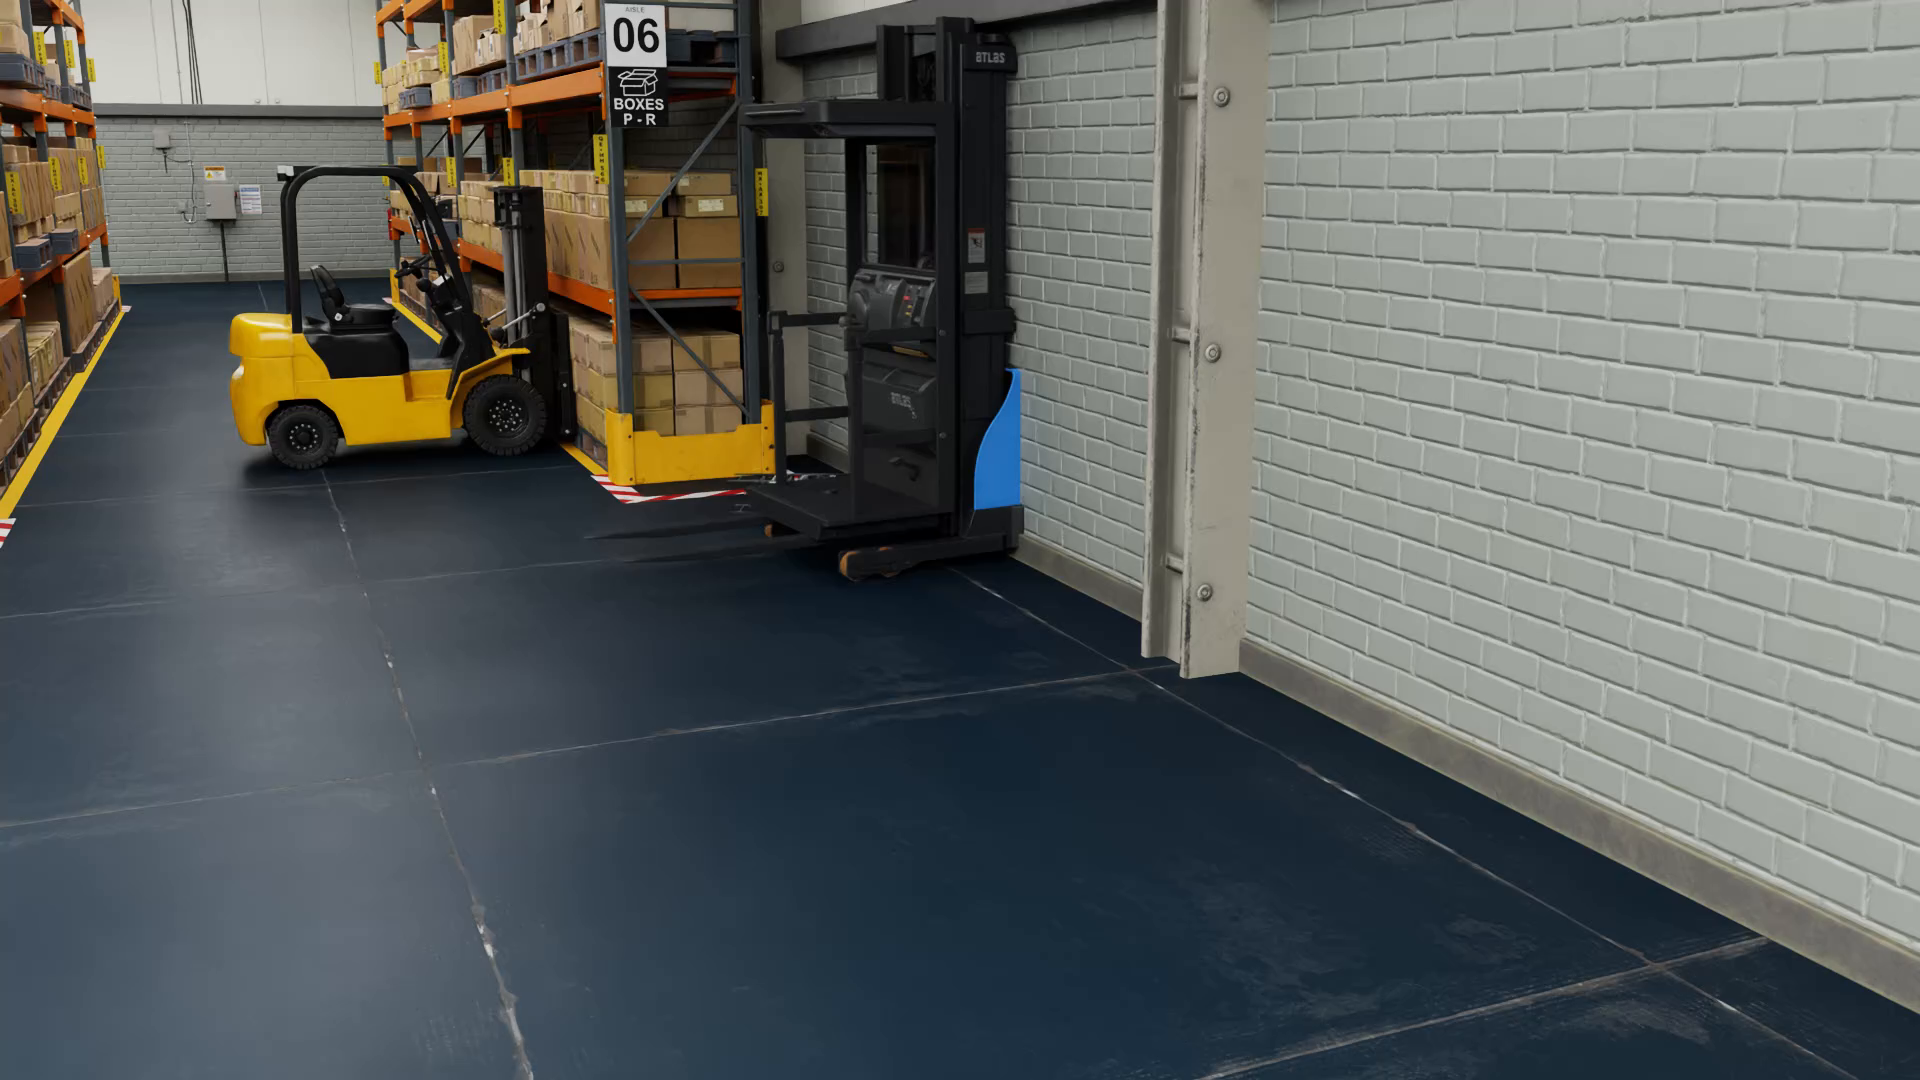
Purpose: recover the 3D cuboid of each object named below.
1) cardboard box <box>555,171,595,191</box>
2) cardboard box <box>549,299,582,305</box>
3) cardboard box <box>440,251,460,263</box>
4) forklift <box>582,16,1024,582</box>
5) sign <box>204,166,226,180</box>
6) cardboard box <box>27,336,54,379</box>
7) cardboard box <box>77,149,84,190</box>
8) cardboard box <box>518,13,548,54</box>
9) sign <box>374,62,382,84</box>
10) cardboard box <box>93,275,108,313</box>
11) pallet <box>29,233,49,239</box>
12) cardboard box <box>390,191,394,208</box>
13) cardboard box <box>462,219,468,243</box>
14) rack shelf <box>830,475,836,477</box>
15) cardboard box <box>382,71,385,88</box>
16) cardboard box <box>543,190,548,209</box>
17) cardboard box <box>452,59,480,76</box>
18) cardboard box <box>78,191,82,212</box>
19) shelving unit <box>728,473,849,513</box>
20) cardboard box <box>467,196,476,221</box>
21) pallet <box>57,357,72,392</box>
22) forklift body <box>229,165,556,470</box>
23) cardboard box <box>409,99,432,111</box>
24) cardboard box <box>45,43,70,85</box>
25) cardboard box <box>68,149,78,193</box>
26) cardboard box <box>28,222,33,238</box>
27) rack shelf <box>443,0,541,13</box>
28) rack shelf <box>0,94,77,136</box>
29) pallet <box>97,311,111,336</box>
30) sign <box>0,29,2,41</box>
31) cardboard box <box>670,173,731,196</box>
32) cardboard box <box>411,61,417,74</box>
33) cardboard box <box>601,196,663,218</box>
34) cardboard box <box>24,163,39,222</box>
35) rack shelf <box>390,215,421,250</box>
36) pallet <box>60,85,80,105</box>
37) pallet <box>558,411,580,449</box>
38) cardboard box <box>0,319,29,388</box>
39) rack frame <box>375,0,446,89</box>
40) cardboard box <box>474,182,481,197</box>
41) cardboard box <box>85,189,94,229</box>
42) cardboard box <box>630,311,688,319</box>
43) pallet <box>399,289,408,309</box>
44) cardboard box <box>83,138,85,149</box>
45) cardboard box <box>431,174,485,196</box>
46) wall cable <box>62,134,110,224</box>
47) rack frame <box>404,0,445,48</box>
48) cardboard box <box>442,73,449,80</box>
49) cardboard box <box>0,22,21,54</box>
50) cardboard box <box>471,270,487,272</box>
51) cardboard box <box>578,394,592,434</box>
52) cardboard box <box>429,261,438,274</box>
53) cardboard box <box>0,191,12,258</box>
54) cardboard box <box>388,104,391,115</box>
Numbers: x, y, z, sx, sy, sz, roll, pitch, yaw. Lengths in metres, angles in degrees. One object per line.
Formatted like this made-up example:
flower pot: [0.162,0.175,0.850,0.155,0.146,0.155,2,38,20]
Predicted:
cardboard box: [-3.063,-2.909,13.467,0.380,0.149,0.250,-6,14,-23]
cardboard box: [-3.601,-1.975,14.700,0.500,0.250,0.500,-6,14,-24]
cardboard box: [-6.664,-3.704,21.736,0.380,0.149,0.250,-6,14,-26]
forklift: [-0.565,-1.339,9.157,3.031,2.935,1.130,-7,15,-29]
sign: [-13.291,-6.544,29.660,0.339,0.242,0.001,-6,14,-23]
cardboard box: [-8.837,-1.626,15.140,0.950,0.372,0.625,-5,14,-21]
cardboard box: [-11.227,-4.611,20.701,0.500,0.500,0.500,-6,14,-23]
cardboard box: [-3.397,-4.228,13.880,0.500,0.311,0.500,-5,14,-22]
sign: [-8.811,-7.068,25.167,0.100,0.325,0.005,-6,14,-23]
cardboard box: [-11.771,-3.235,21.948,0.875,0.438,0.875,-6,14,-25]
pallet: [-8.826,-2.630,15.005,1.003,0.211,1.213,-6,14,-23]
cardboard box: [-8.379,-5.184,25.289,0.500,0.250,0.500,-6,14,-23]
cardboard box: [-5.156,-3.391,18.200,0.500,0.250,0.500,-6,14,-23]
rack shelf: [-0.808,-0.303,10.688,0.077,0.200,0.258,0,13,2]
cardboard box: [-8.366,-6.893,24.911,0.500,0.250,0.500,-6,14,-24]
cardboard box: [-3.251,-2.810,13.696,0.380,0.149,0.250,-6,14,-24]
cardboard box: [-5.248,-5.079,17.874,0.380,0.166,0.250,-6,14,-23]
cardboard box: [-10.859,-4.056,19.967,0.500,0.250,0.500,-6,14,-23]
shelving unit: [-1.022,-0.303,10.696,0.900,0.210,0.258,0,13,2]
cardboard box: [-4.956,-3.531,17.696,0.500,0.250,0.500,-5,14,-21]
pallet: [-9.344,-1.608,16.351,1.003,0.211,1.213,-6,14,-23]
forklift body: [-4.336,-1.738,12.610,2.313,2.155,1.214,-6,14,-23]
cardboard box: [-7.126,-5.790,22.141,0.380,0.149,0.250,-6,14,-23]
cardboard box: [-11.302,-5.859,20.504,0.500,0.500,0.500,-5,14,-22]
cardboard box: [-10.635,-4.315,19.421,0.500,0.500,0.500,-5,14,-22]
cardboard box: [-8.423,-2.739,14.678,0.380,0.149,0.250,-6,14,-23]
rack shelf: [-4.308,-5.542,16.339,1.077,0.370,4.000,-6,14,-23]
rack shelf: [-10.457,-4.652,18.263,1.077,0.370,4.000,-6,14,-23]
pallet: [-11.491,-2.760,21.329,1.003,0.211,1.213,-6,14,-23]
sign: [-7.560,-4.066,12.986,0.100,0.325,0.005,-6,14,-23]
cardboard box: [-1.844,-2.523,11.799,0.380,0.149,0.250,-6,14,-24]
cardboard box: [-6.632,-5.884,20.733,0.380,0.149,0.250,-6,14,-24]
cardboard box: [-2.301,-2.336,11.649,0.380,0.149,0.250,-5,14,-22]
cardboard box: [-8.365,-3.030,14.496,0.500,0.500,0.500,-6,14,-23]
rack shelf: [-7.513,-4.467,24.112,1.077,0.370,4.000,-6,14,-23]
pallet: [-11.577,-5.543,20.711,1.003,0.211,1.213,-6,14,-23]
pallet: [-2.734,-0.972,13.602,1.003,0.211,1.213,-6,14,-23]
cardboard box: [-7.571,-1.434,12.918,0.500,0.500,0.500,-6,14,-24]
rack frame: [-8.314,-8.153,25.140,1.000,3.000,0.127,-6,14,-23]
cardboard box: [-4.901,-3.691,17.505,0.380,0.149,0.250,-5,14,-22]
cardboard box: [-11.404,-4.228,21.266,0.500,0.500,0.500,-6,14,-23]
cardboard box: [-2.517,-1.707,13.542,0.500,0.250,0.500,-6,14,-24]
pallet: [-7.963,-3.691,25.351,1.003,0.211,1.213,-6,14,-23]
cardboard box: [-11.972,-5.318,22.319,0.380,0.149,0.250,-5,14,-22]
cardboard box: [-5.933,-4.153,20.001,0.797,0.503,0.637,-6,14,-24]
wall cable: [-15.141,-6.454,28.782,0.585,1.953,0.123,-6,14,-23]
rack frame: [-6.712,-7.327,21.569,1.000,3.000,0.127,-6,14,-23]
cardboard box: [-5.779,-5.371,19.219,0.380,0.149,0.250,-6,14,-23]
cardboard box: [-7.920,-4.052,13.473,0.500,0.250,0.500,-6,14,-25]
cardboard box: [-5.907,-3.182,20.138,0.380,0.149,0.250,-6,14,-24]
cardboard box: [-2.573,-0.962,12.540,0.500,0.250,0.500,-6,14,-23]
cardboard box: [-6.812,-3.609,21.983,0.380,0.149,0.250,-5,14,-20]
cardboard box: [-7.648,-2.426,12.819,0.500,0.500,0.500,-6,14,-24]
cardboard box: [-8.178,-6.315,24.409,0.380,0.149,0.250,-5,14,-22]
